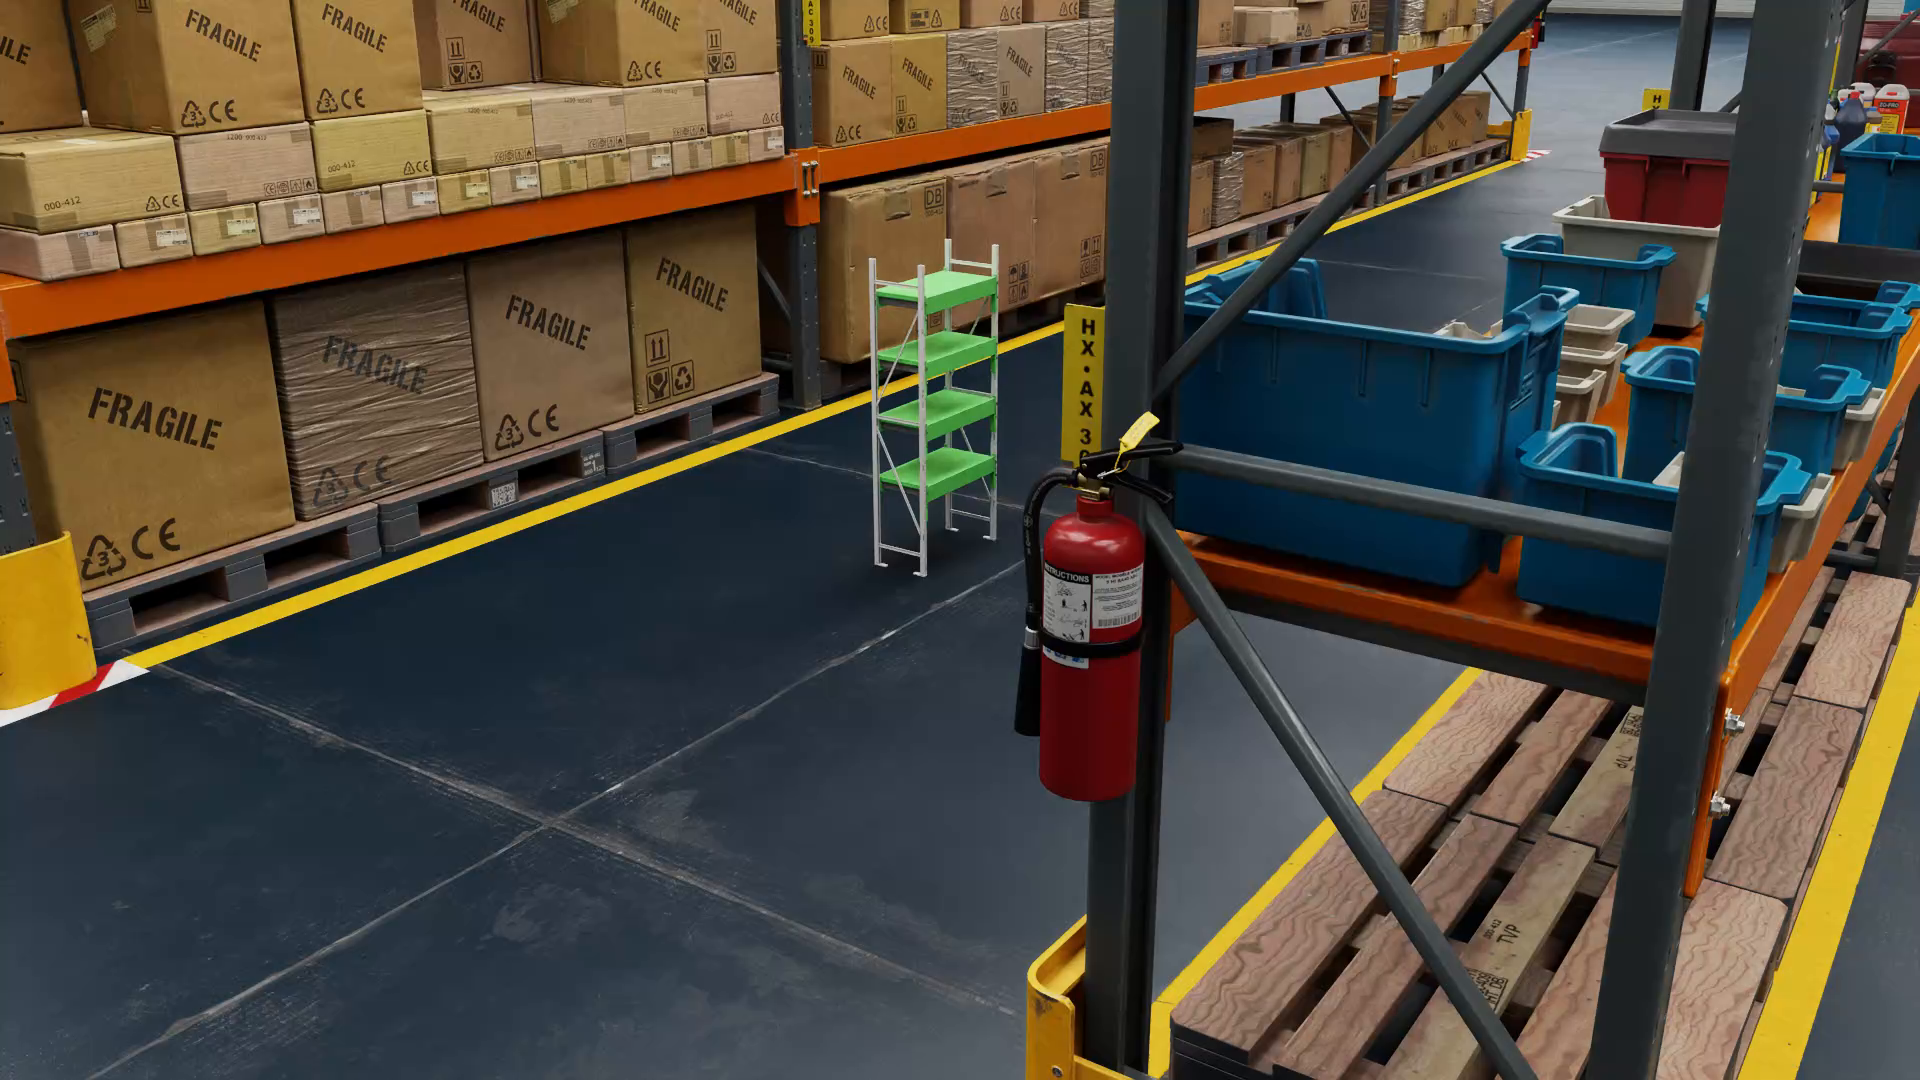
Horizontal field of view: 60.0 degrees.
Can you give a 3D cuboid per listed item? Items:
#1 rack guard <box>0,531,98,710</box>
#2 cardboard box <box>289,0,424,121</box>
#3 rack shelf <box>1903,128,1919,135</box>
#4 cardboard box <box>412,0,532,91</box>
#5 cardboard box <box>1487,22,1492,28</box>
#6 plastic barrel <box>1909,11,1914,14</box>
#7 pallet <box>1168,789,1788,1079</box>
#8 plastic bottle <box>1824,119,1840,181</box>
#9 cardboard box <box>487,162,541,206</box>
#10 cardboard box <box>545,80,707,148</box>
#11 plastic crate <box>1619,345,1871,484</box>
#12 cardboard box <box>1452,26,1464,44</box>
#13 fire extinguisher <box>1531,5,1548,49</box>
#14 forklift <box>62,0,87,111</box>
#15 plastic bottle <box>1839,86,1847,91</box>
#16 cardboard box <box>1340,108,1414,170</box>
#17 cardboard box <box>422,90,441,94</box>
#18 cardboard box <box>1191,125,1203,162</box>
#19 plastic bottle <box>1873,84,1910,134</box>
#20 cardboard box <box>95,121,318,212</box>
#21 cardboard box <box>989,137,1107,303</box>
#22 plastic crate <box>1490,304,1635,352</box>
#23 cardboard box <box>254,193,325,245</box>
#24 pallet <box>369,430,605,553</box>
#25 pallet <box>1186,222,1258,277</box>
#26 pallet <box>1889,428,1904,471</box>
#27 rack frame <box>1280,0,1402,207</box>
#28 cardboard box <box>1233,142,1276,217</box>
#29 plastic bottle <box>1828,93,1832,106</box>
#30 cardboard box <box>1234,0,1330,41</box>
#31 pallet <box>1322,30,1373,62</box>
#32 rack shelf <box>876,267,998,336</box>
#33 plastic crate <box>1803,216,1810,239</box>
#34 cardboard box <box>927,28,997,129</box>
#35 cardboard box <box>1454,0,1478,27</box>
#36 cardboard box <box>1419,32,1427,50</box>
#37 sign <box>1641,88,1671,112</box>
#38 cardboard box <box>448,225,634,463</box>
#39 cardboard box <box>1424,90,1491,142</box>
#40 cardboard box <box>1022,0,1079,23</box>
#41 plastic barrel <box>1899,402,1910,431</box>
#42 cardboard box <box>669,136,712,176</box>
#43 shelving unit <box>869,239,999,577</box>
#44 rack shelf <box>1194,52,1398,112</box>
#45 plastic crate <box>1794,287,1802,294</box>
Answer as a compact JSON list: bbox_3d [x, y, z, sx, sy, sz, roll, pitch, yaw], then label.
[{"bbox_3d":[-3.426,0.153,5.630,1.175,0.500,0.348,13,24,32],"label":"rack guard"},{"bbox_3d":[-2.352,-1.825,6.082,0.500,0.500,0.500,13,24,30],"label":"cardboard box"},{"bbox_3d":[6.305,-2.592,10.485,1.077,0.370,4.000,13,24,32],"label":"rack shelf"},{"bbox_3d":[-2.216,-2.217,7.141,0.500,0.500,0.500,12,24,30],"label":"cardboard box"},{"bbox_3d":[5.200,-5.155,16.739,0.380,0.149,0.250,13,24,32],"label":"cardboard box"},{"bbox_3d":[6.298,-3.124,10.692,0.433,0.535,0.433,0,20,0],"label":"plastic barrel"},{"bbox_3d":[1.180,1.019,3.706,1.003,0.211,1.213,13,24,32],"label":"pallet"},{"bbox_3d":[3.695,-1.659,7.112,0.097,0.271,0.097,0,20,0],"label":"plastic bottle"},{"bbox_3d":[-1.930,-1.463,6.758,0.380,0.149,0.250,14,24,33],"label":"cardboard box"},{"bbox_3d":[-1.484,-1.916,7.408,0.500,0.250,0.500,14,25,33],"label":"cardboard box"},{"bbox_3d":[1.465,-0.205,3.150,0.416,0.233,0.300,13,24,32],"label":"plastic crate"},{"bbox_3d":[4.535,-4.787,15.745,0.380,0.149,0.250,13,24,32],"label":"cardboard box"},{"bbox_3d":[6.027,-5.523,17.485,0.296,0.674,0.183,13,24,32],"label":"fire extinguisher"},{"bbox_3d":[-4.061,-2.211,8.516,1.130,2.935,3.031,12,23,29],"label":"forklift"},{"bbox_3d":[4.448,-2.154,8.433,0.061,0.283,0.133,13,24,32],"label":"plastic bottle"},{"bbox_3d":[3.907,-3.766,15.621,0.500,0.500,0.500,-15,25,-35],"label":"cardboard box"},{"bbox_3d":[-2.498,-1.728,6.899,0.500,0.250,0.500,13,24,32],"label":"cardboard box"},{"bbox_3d":[1.437,-2.905,12.183,0.500,0.250,0.500,14,25,34],"label":"cardboard box"},{"bbox_3d":[4.796,-2.206,8.585,0.152,0.276,0.135,13,24,32],"label":"plastic bottle"},{"bbox_3d":[-2.632,-1.330,5.826,0.500,0.250,0.500,13,24,31],"label":"cardboard box"},{"bbox_3d":[0.172,-2.073,10.504,1.225,0.875,0.875,13,24,32],"label":"cardboard box"},{"bbox_3d":[1.455,-0.487,4.052,0.298,0.136,0.250,13,24,32],"label":"plastic crate"},{"bbox_3d":[-2.508,-1.168,5.961,0.380,0.149,0.250,13,24,31],"label":"cardboard box"},{"bbox_3d":[-2.341,-0.311,7.302,1.003,0.211,1.213,13,24,32],"label":"pallet"},{"bbox_3d":[1.525,-2.237,12.509,1.003,0.211,1.213,13,24,32],"label":"pallet"},{"bbox_3d":[4.086,-0.464,7.716,1.003,0.211,1.213,13,24,32],"label":"pallet"},{"bbox_3d":[3.333,-4.469,14.523,1.000,3.000,0.127,13,24,32],"label":"rack frame"},{"bbox_3d":[2.059,-2.877,13.188,0.700,0.500,0.500,16,25,36],"label":"cardboard box"},{"bbox_3d":[4.168,-2.011,8.046,0.061,0.283,0.133,13,24,32],"label":"plastic bottle"},{"bbox_3d":[2.435,-4.199,13.038,0.797,0.503,0.637,16,26,37],"label":"cardboard box"},{"bbox_3d":[2.783,-4.188,14.040,1.003,0.211,1.213,13,24,32],"label":"pallet"},{"bbox_3d":[-0.093,-0.906,6.284,0.258,0.148,0.480,13,24,32],"label":"rack shelf"},{"bbox_3d":[2.553,-1.006,5.456,0.396,0.136,0.243,13,24,32],"label":"plastic crate"},{"bbox_3d":[-0.135,-2.592,9.303,0.500,0.500,0.500,13,24,31],"label":"cardboard box"},{"bbox_3d":[4.461,-5.207,15.946,0.875,0.500,0.500,13,24,32],"label":"cardboard box"},{"bbox_3d":[3.972,-4.500,14.970,0.380,0.149,0.250,13,24,32],"label":"cardboard box"},{"bbox_3d":[2.479,-1.445,5.949,0.100,0.325,0.005,13,24,32],"label":"sign"},{"bbox_3d":[-2.107,-0.942,7.445,0.875,0.875,0.875,13,24,32],"label":"cardboard box"},{"bbox_3d":[5.217,-4.465,17.511,0.500,0.500,0.500,19,28,42],"label":"cardboard box"},{"bbox_3d":[0.292,-3.446,10.166,0.797,0.503,0.637,14,24,33],"label":"cardboard box"},{"bbox_3d":[4.042,-0.738,7.418,0.421,0.512,0.421,0,20,0],"label":"plastic barrel"},{"bbox_3d":[-1.353,-1.757,7.553,0.380,0.149,0.250,13,24,31],"label":"cardboard box"},{"bbox_3d":[-0.093,-0.515,6.428,0.258,1.200,0.503,13,24,32],"label":"shelving unit"},{"bbox_3d":[2.209,-3.558,13.096,1.077,0.370,4.000,13,24,32],"label":"rack shelf"},{"bbox_3d":[2.202,-0.554,4.232,0.293,0.136,0.466,13,24,32],"label":"plastic crate"}]
